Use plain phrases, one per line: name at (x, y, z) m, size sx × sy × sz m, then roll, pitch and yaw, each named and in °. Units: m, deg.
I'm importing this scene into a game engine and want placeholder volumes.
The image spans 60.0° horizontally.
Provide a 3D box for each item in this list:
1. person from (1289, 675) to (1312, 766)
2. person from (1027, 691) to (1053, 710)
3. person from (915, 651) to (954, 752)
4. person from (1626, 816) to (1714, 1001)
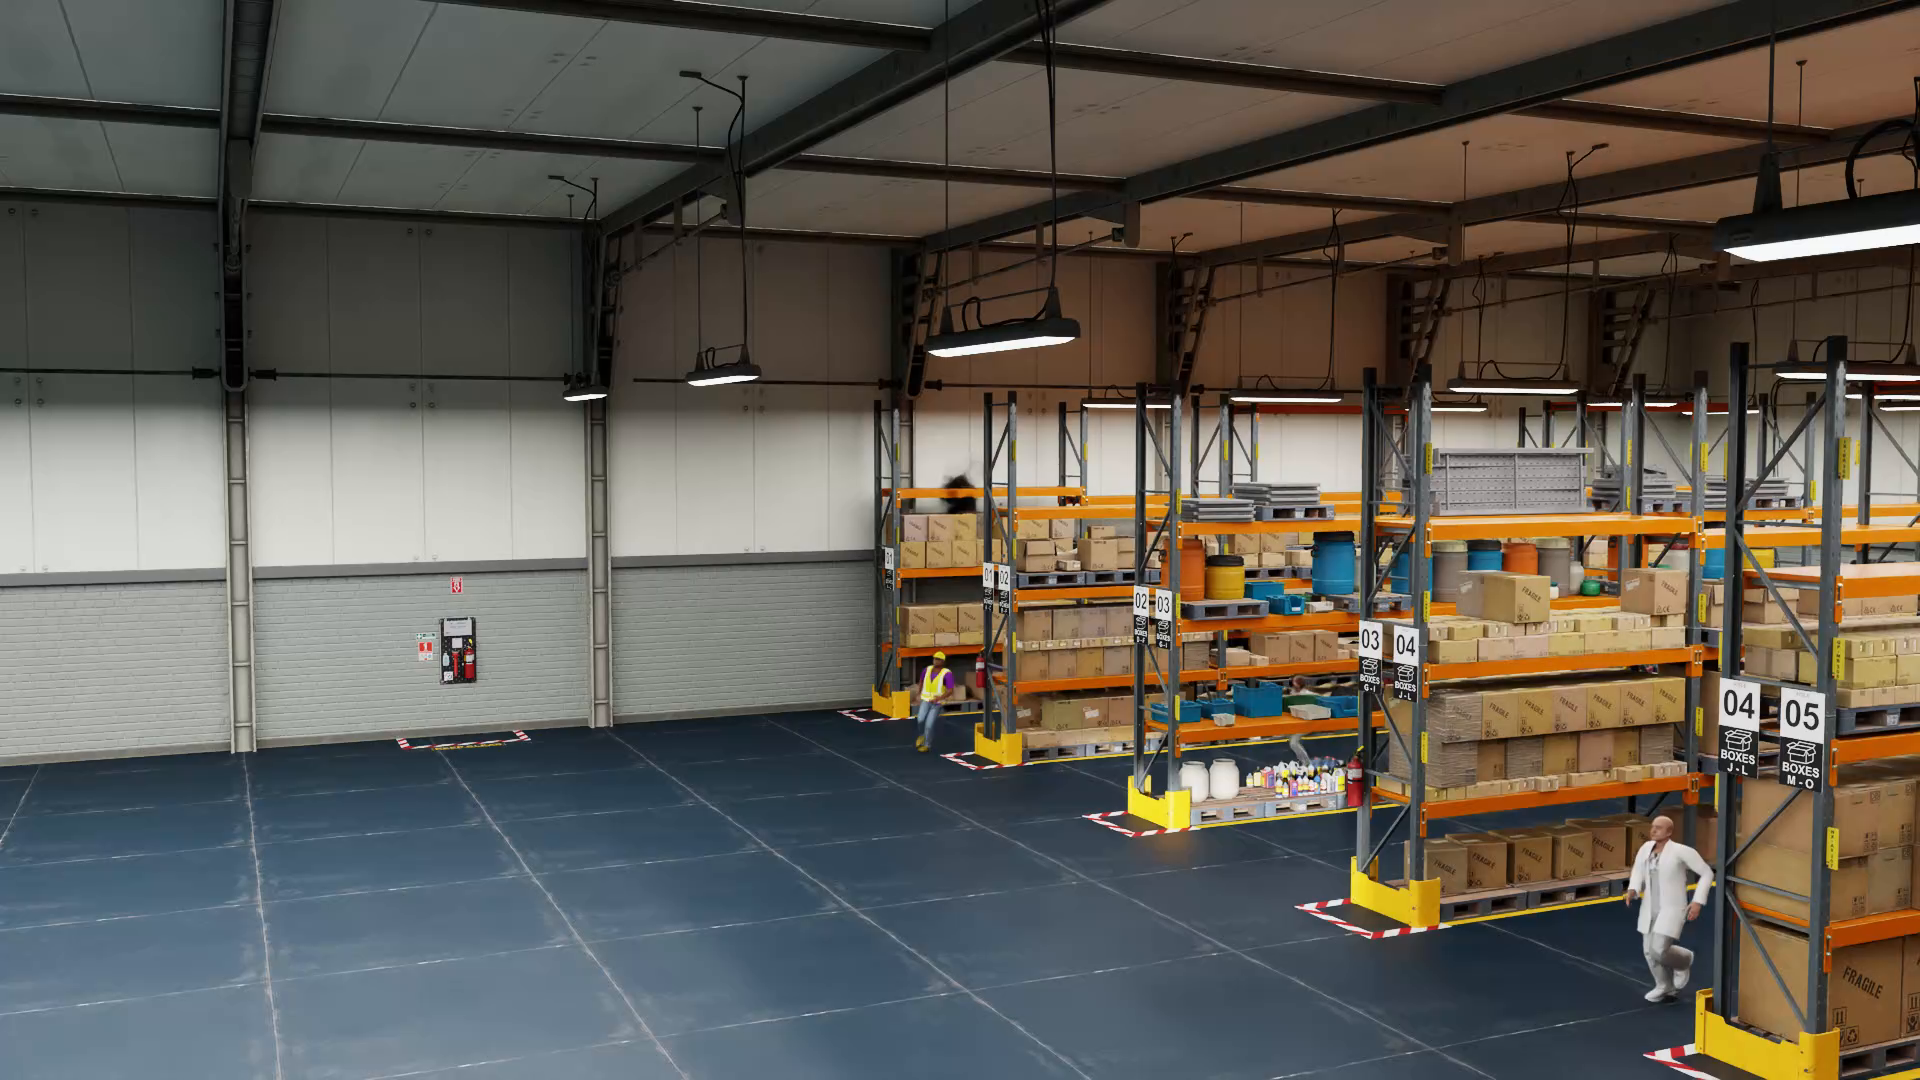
person at (5.235, 2.870, 25.768) m, size 0.604 × 1.568 × 0.541 m, roll -2°, pitch 4°, yaw -29°
person at (1.496, 2.574, 29.485) m, size 0.913 × 1.746 × 0.720 m, roll -2°, pitch 4°, yaw -32°
person at (-0.457, 2.699, 27.666) m, size 0.737 × 1.697 × 0.609 m, roll 1°, pitch 4°, yaw 20°
person at (6.458, 3.411, 15.304) m, size 0.629 × 1.741 × 0.741 m, roll -2°, pitch 4°, yaw -29°
